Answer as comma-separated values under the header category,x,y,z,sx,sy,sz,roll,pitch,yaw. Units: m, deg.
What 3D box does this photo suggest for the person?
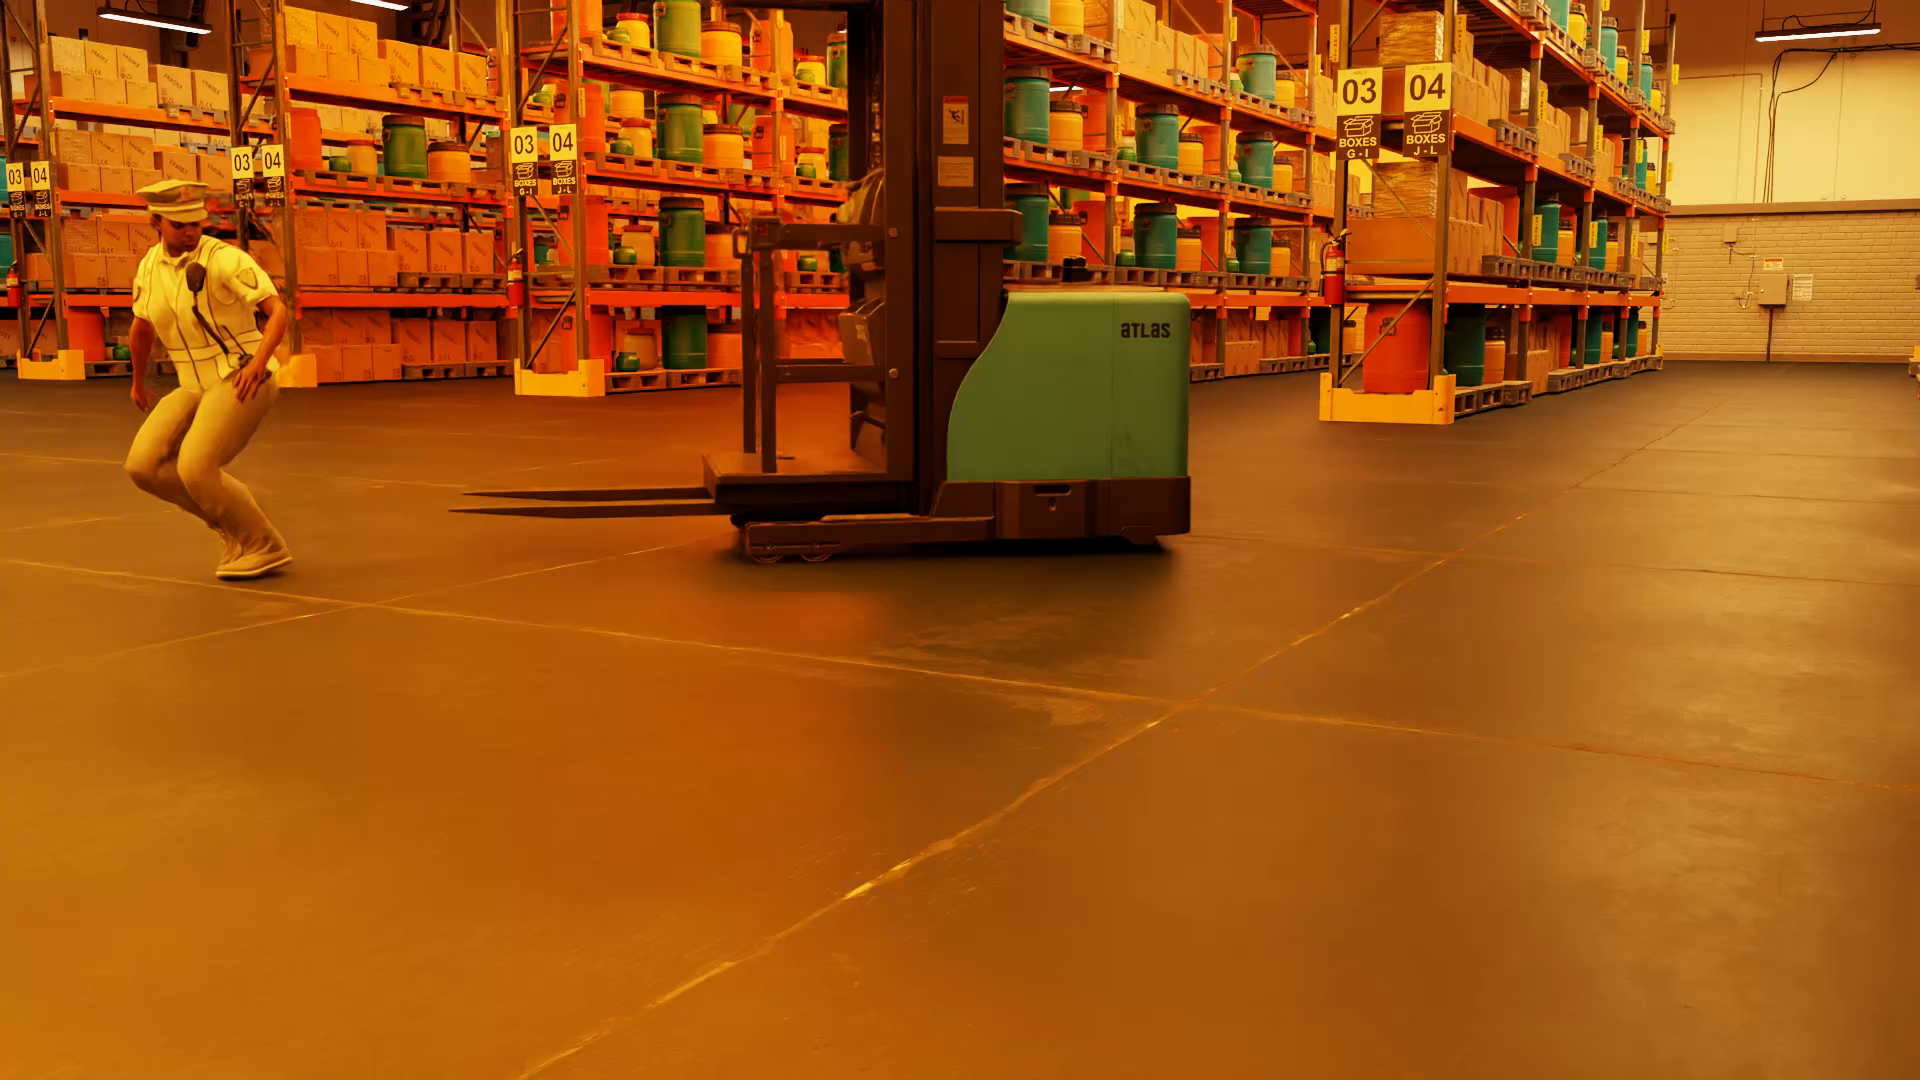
category,x,y,z,sx,sy,sz,roll,pitch,yaw
person,-2.877,-0.588,6.310,0.876,1.502,0.540,4,9,27

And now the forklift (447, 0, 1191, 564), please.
category,x,y,z,sx,sy,sz,roll,pitch,yaw
forklift,-0.598,-1.435,6.989,3.031,2.935,1.130,-2,8,-11
